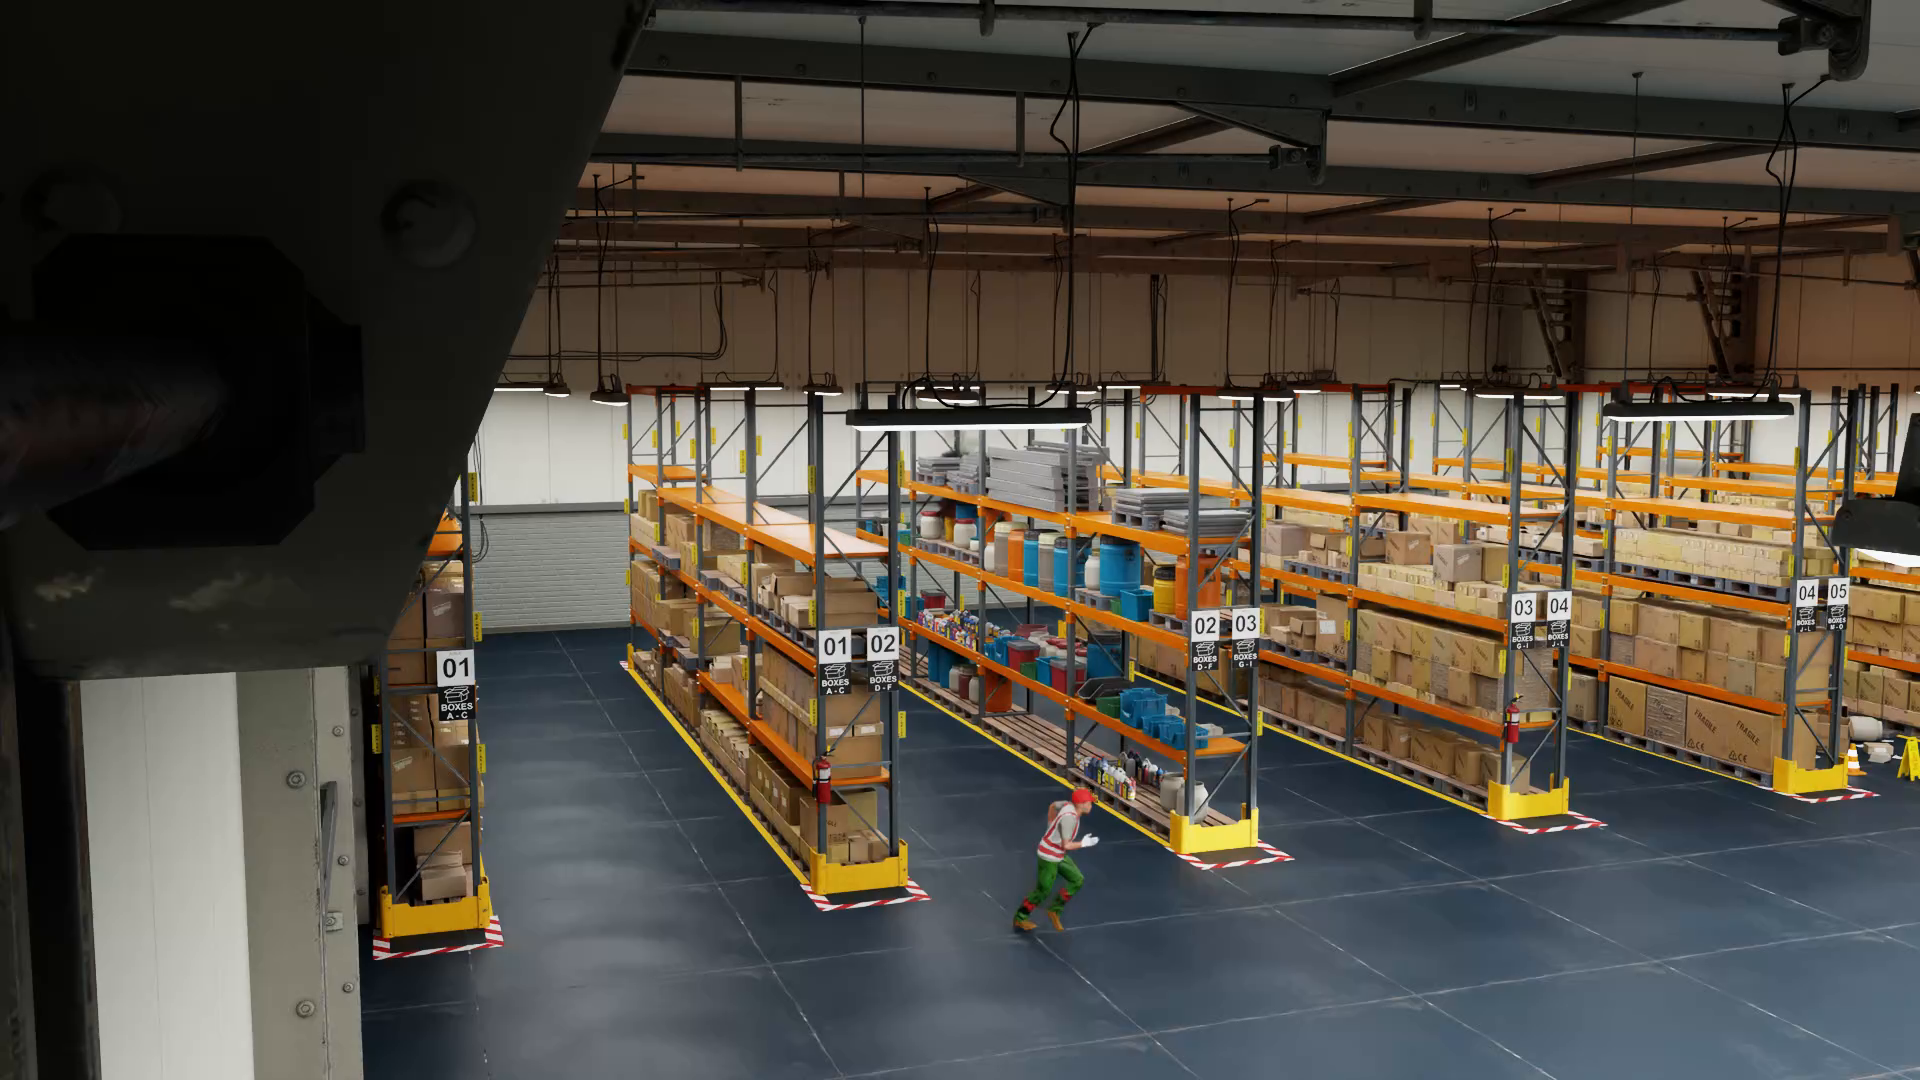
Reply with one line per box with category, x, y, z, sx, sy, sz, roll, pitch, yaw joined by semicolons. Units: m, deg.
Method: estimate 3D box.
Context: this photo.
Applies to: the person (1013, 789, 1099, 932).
person;1.083;3.588;18.688;0.974;1.655;0.700;1;6;10
